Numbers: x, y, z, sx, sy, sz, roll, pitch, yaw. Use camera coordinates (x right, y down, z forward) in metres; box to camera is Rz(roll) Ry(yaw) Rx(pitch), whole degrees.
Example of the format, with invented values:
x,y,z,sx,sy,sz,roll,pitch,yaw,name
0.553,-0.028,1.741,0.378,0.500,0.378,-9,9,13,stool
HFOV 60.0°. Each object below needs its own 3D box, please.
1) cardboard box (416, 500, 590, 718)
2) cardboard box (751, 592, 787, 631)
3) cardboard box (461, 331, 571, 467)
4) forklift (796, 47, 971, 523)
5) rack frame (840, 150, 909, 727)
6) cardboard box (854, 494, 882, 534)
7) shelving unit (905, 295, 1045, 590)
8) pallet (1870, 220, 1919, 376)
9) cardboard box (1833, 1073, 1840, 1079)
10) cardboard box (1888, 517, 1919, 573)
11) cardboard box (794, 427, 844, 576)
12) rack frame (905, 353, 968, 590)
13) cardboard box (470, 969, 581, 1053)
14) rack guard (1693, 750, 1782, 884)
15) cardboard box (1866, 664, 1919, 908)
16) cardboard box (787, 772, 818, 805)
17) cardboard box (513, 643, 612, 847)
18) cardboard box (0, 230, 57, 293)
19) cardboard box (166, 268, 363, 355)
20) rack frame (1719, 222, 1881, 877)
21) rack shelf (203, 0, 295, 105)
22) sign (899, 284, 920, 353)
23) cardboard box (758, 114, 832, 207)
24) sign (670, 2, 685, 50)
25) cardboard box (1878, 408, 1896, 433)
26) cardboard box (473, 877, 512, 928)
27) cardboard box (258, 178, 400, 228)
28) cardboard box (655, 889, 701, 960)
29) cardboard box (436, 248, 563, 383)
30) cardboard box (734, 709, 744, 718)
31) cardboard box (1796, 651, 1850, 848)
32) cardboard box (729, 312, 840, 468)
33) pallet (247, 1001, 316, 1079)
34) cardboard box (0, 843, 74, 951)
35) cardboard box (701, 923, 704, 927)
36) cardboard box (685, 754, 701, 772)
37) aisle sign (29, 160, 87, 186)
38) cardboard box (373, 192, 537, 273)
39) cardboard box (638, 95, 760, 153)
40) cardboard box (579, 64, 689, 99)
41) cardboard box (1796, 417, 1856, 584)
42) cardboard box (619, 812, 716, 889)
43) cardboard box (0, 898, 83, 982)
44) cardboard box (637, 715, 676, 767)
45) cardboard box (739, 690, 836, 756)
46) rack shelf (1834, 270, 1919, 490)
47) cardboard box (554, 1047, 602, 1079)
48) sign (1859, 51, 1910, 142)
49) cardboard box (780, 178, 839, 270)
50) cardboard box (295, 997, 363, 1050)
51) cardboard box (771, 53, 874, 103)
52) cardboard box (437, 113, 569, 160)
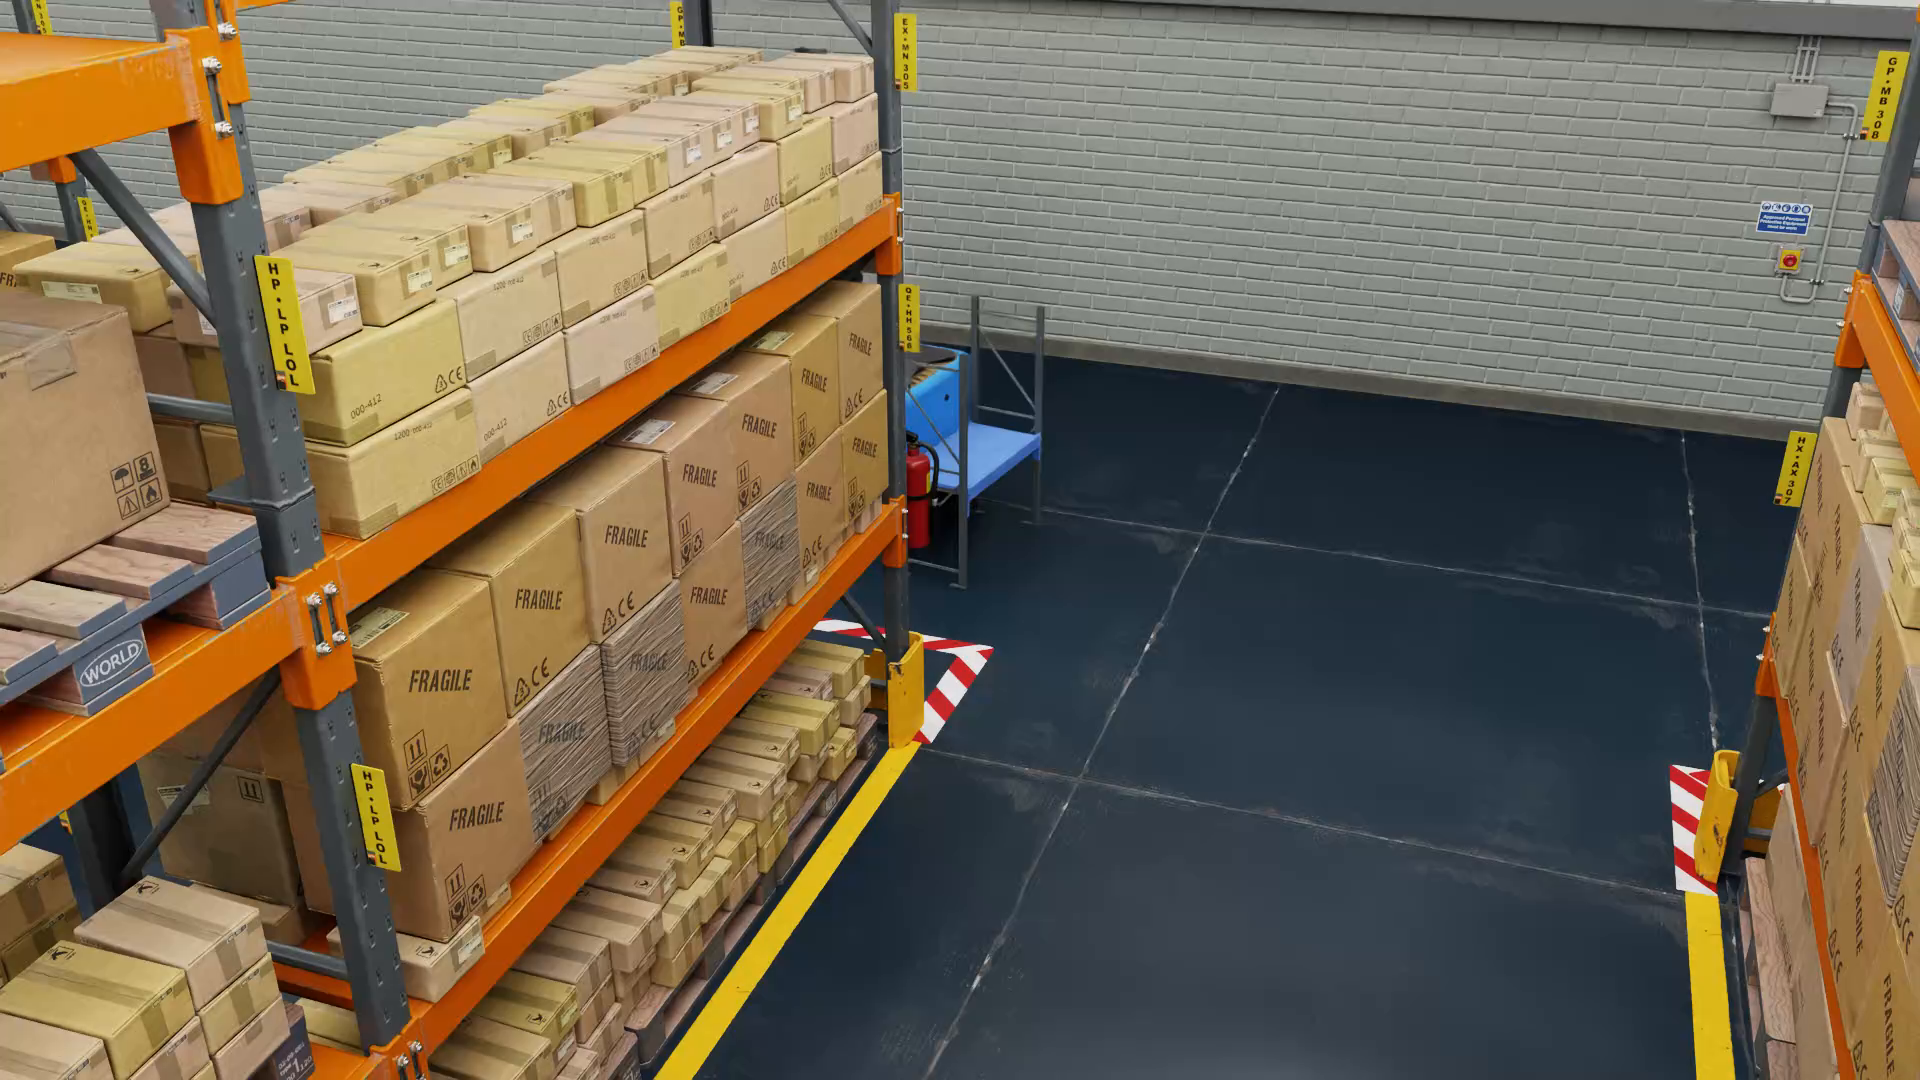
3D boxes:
x,y,z,sx,sy,sz,roll,pitch,yaw,name
-1.546,0.192,5.309,0.500,0.500,0.500,8,27,16,cardboard box
-0.961,0.244,7.091,0.380,0.149,0.250,8,27,15,cardboard box
-1.523,-0.456,4.979,0.500,0.250,0.500,8,27,17,cardboard box
-1.451,-1.682,10.861,3.031,2.935,1.130,13,29,24,forklift
-0.753,-0.458,8.254,1.000,3.000,0.127,9,27,17,rack frame
-0.595,-0.170,7.947,0.380,0.149,0.250,9,27,18,cardboard box
0.059,-0.624,10.318,0.538,1.500,1.048,13,29,25,shelving unit
3.711,-0.785,5.590,1.003,0.211,1.213,9,27,17,pallet
3.225,2.216,5.189,0.875,0.438,0.875,8,27,16,cardboard box
3.124,0.068,5.161,0.380,0.149,0.250,9,27,18,cardboard box
-0.836,-0.204,7.273,0.500,0.500,0.500,8,27,17,cardboard box
-0.181,-0.429,9.915,0.500,1.500,0.032,13,29,25,rack frame
-1.589,1.685,5.935,0.380,0.149,0.250,8,27,17,cardboard box
3.956,1.334,7.422,1.175,0.500,0.348,9,27,17,rack guard
2.851,0.715,4.568,0.500,0.500,0.500,9,27,18,cardboard box
-0.891,1.099,7.827,0.380,0.149,0.250,9,27,17,cardboard box
-1.524,0.636,5.539,0.500,0.500,0.500,9,27,17,cardboard box
-5.311,-1.384,9.137,0.500,0.500,0.500,9,27,18,cardboard box
-1.759,-0.586,4.216,0.380,0.149,0.250,8,27,16,cardboard box
3.948,0.218,6.857,1.000,3.000,0.127,9,27,17,rack frame
-1.419,-2.011,5.406,1.077,0.370,4.000,9,27,17,rack shelf
-0.237,-1.033,7.749,0.100,0.325,0.005,9,27,17,sign
-0.836,-1.529,6.622,0.500,0.250,0.500,8,27,16,cardboard box
-1.265,-2.280,7.572,0.100,0.325,0.005,9,27,17,sign
3.549,-0.345,6.014,0.380,0.149,0.250,9,27,19,cardboard box
-1.666,1.113,5.297,0.380,0.149,0.250,10,27,19,cardboard box
-1.919,-0.977,5.024,0.380,0.149,0.250,10,27,19,cardboard box
-1.265,1.507,6.644,0.380,0.149,0.250,9,27,17,cardboard box
-1.527,-0.689,4.887,0.500,0.250,0.500,9,27,17,cardboard box
-1.239,0.925,8.188,0.380,0.149,0.250,9,27,17,cardboard box
3.190,0.747,5.650,0.500,0.500,0.500,9,27,17,cardboard box
-0.840,-0.654,7.056,0.500,0.500,0.500,8,27,16,cardboard box
-2.476,1.565,4.295,1.003,0.211,1.213,9,27,17,pallet
-2.649,0.937,4.496,0.380,0.149,0.250,10,28,20,cardboard box
-1.251,1.519,6.960,0.380,0.149,0.250,10,27,19,cardboard box
-1.017,1.070,7.546,0.380,0.149,0.250,8,27,17,cardboard box
-5.090,-2.375,9.230,0.394,0.787,0.004,9,27,17,aisle sign
-1.478,-0.904,4.874,0.380,0.149,0.250,8,27,16,cardboard box
-0.973,-1.553,6.215,0.380,0.149,0.250,8,27,16,cardboard box
-1.337,-1.842,6.811,0.380,0.149,0.250,9,27,17,cardboard box
3.520,-0.121,6.295,0.500,0.500,0.500,8,27,16,cardboard box
-1.230,1.262,6.808,0.380,0.149,0.250,9,27,18,cardboard box
-2.649,1.071,4.560,0.380,0.149,0.250,9,27,18,cardboard box
-1.289,0.682,6.188,0.380,0.149,0.250,10,28,20,cardboard box
-0.795,0.843,7.675,0.380,0.149,0.250,8,27,16,cardboard box
3.283,0.014,4.662,1.077,0.370,4.000,9,27,17,rack shelf
-1.538,1.958,6.054,0.380,0.149,0.250,9,27,17,cardboard box
3.427,-1.644,6.167,0.100,0.325,0.005,9,27,17,sign
-0.818,-1.304,6.732,0.500,0.250,0.500,9,27,18,cardboard box
-2.164,1.718,5.867,0.380,0.149,0.250,9,27,18,cardboard box
-0.587,-1.966,7.067,0.380,0.149,0.250,9,27,17,cardboard box
-1.620,-1.411,5.921,0.380,0.149,0.250,10,27,19,cardboard box
